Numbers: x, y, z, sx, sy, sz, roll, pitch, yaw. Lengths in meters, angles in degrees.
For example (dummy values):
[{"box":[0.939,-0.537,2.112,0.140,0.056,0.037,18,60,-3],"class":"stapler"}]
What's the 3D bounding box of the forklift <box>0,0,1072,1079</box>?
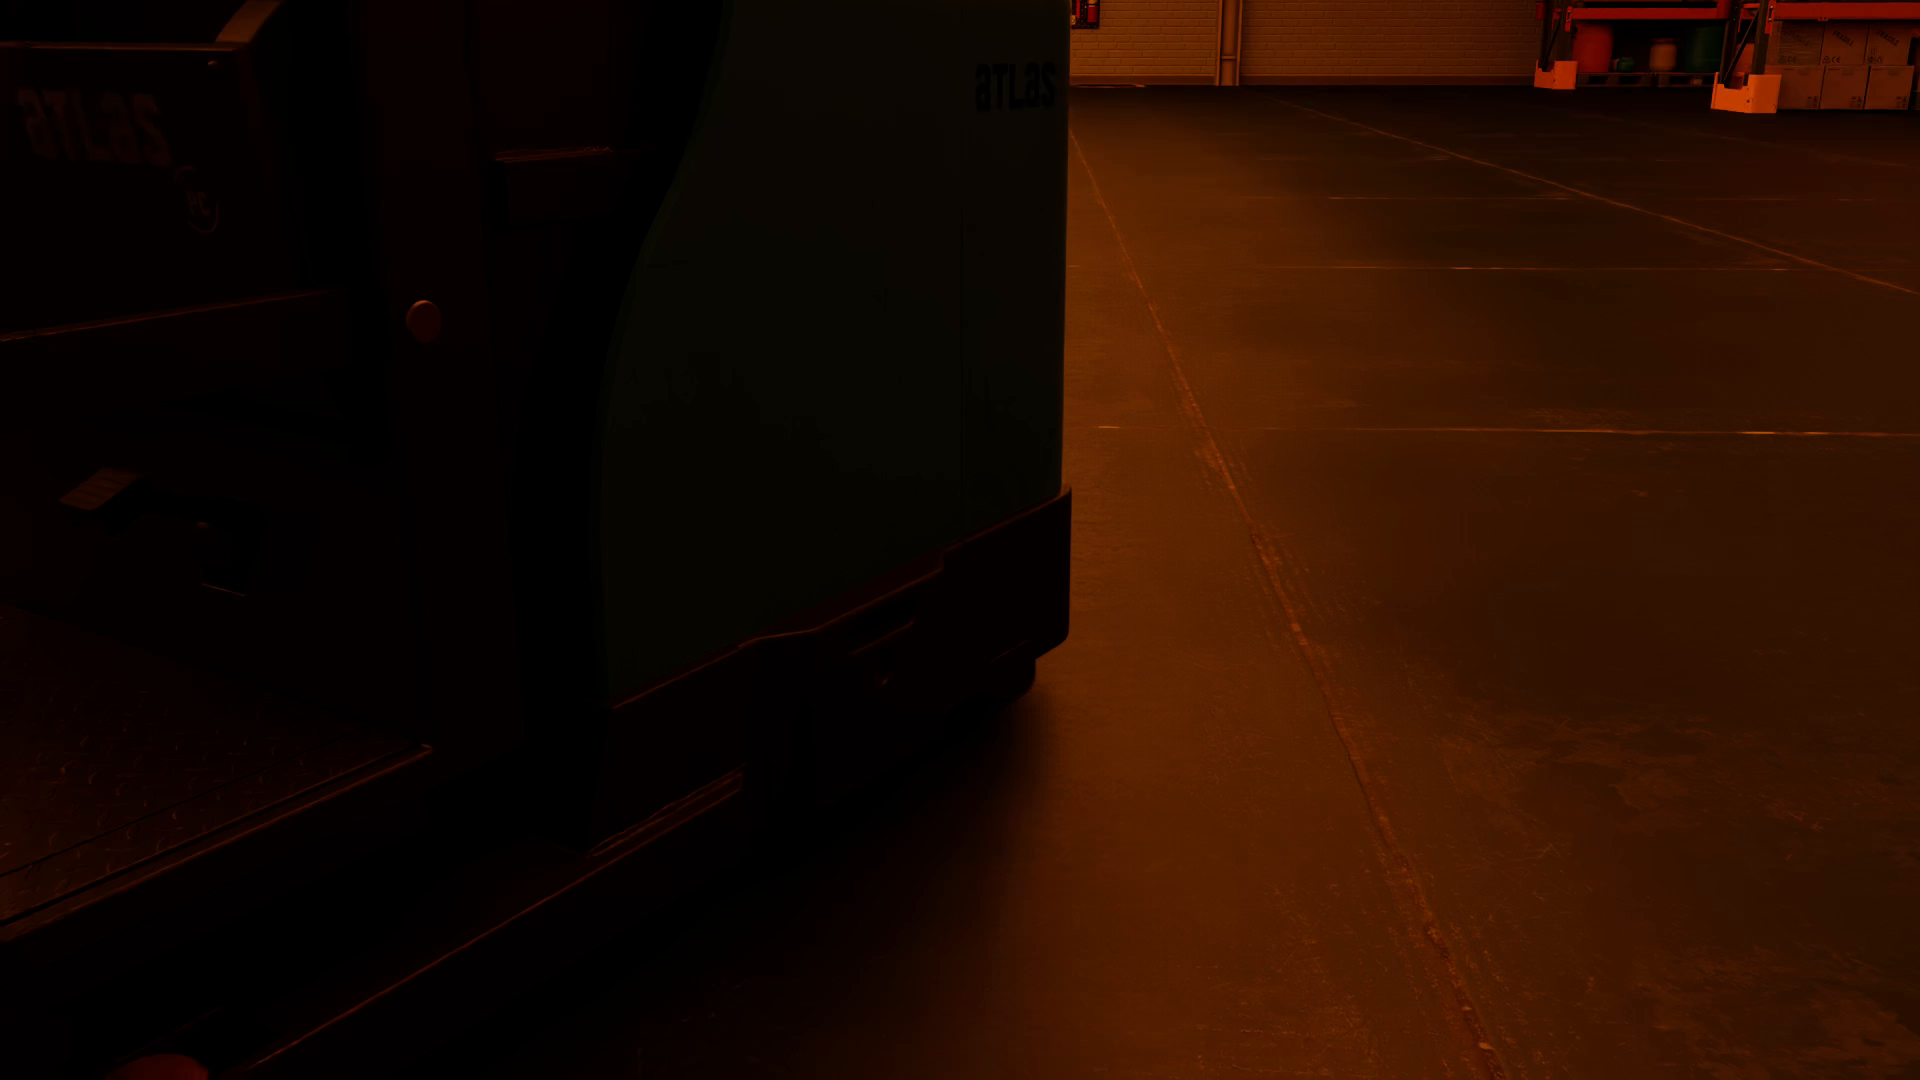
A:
[{"box":[-1.049,-0.901,1.330,1.130,2.935,3.031,11,20,31],"class":"forklift"}]
